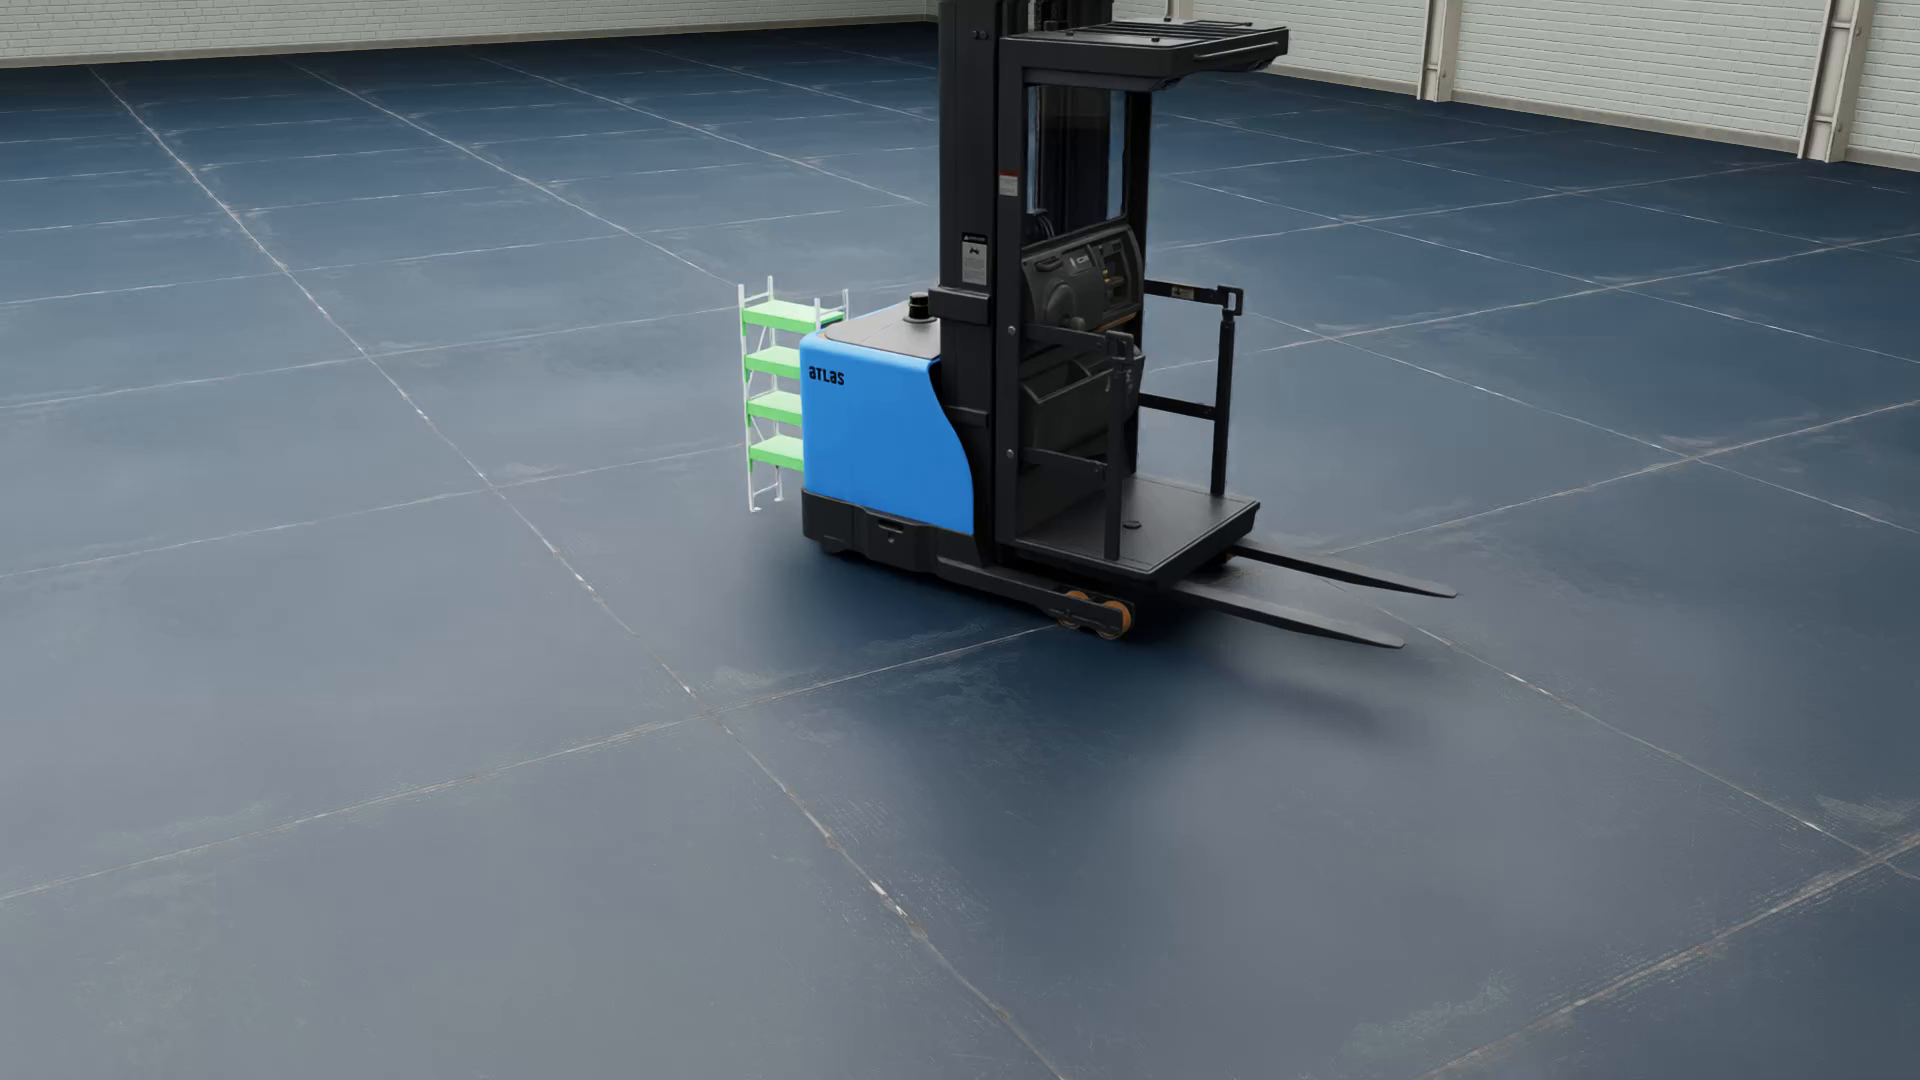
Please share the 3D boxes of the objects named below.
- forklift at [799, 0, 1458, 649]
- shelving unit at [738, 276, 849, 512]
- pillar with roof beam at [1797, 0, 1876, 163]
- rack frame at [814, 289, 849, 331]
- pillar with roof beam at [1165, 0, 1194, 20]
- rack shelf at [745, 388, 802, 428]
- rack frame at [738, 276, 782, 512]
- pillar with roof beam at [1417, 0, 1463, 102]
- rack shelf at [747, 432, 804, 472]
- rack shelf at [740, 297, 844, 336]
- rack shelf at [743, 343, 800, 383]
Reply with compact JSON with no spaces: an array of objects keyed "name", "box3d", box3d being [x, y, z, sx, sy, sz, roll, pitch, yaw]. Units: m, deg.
[{"name":"forklift","box3d":[0.721,-1.151,7.251,3.031,2.935,1.130,15,26,32]},{"name":"shelving unit","box3d":[-0.823,-0.688,8.412,0.503,1.200,0.258,15,26,32]},{"name":"pillar with roof beam","box3d":[6.159,-7.704,15.315,9.100,9.000,0.400,-13,25,-28]},{"name":"rack frame","box3d":[-0.623,-0.636,8.282,0.015,1.200,0.240,15,26,32]},{"name":"pillar with roof beam","box3d":[0.030,-11.589,24.872,9.100,9.000,0.400,-13,25,-28]},{"name":"rack shelf","box3d":[-0.823,-0.629,8.436,0.480,0.148,0.258,15,26,32]},{"name":"rack frame","box3d":[-1.023,-0.741,8.542,0.015,1.200,0.240,15,26,32]},{"name":"pillar with roof beam","box3d":[3.095,-9.646,20.093,9.100,9.000,0.400,-13,25,-28]},{"name":"rack shelf","box3d":[-0.823,-0.407,8.526,0.480,0.148,0.258,15,26,32]},{"name":"rack shelf","box3d":[-0.823,-1.074,8.255,0.480,0.148,0.258,15,26,32]},{"name":"rack shelf","box3d":[-0.823,-0.852,8.346,0.480,0.148,0.258,15,26,32]}]
